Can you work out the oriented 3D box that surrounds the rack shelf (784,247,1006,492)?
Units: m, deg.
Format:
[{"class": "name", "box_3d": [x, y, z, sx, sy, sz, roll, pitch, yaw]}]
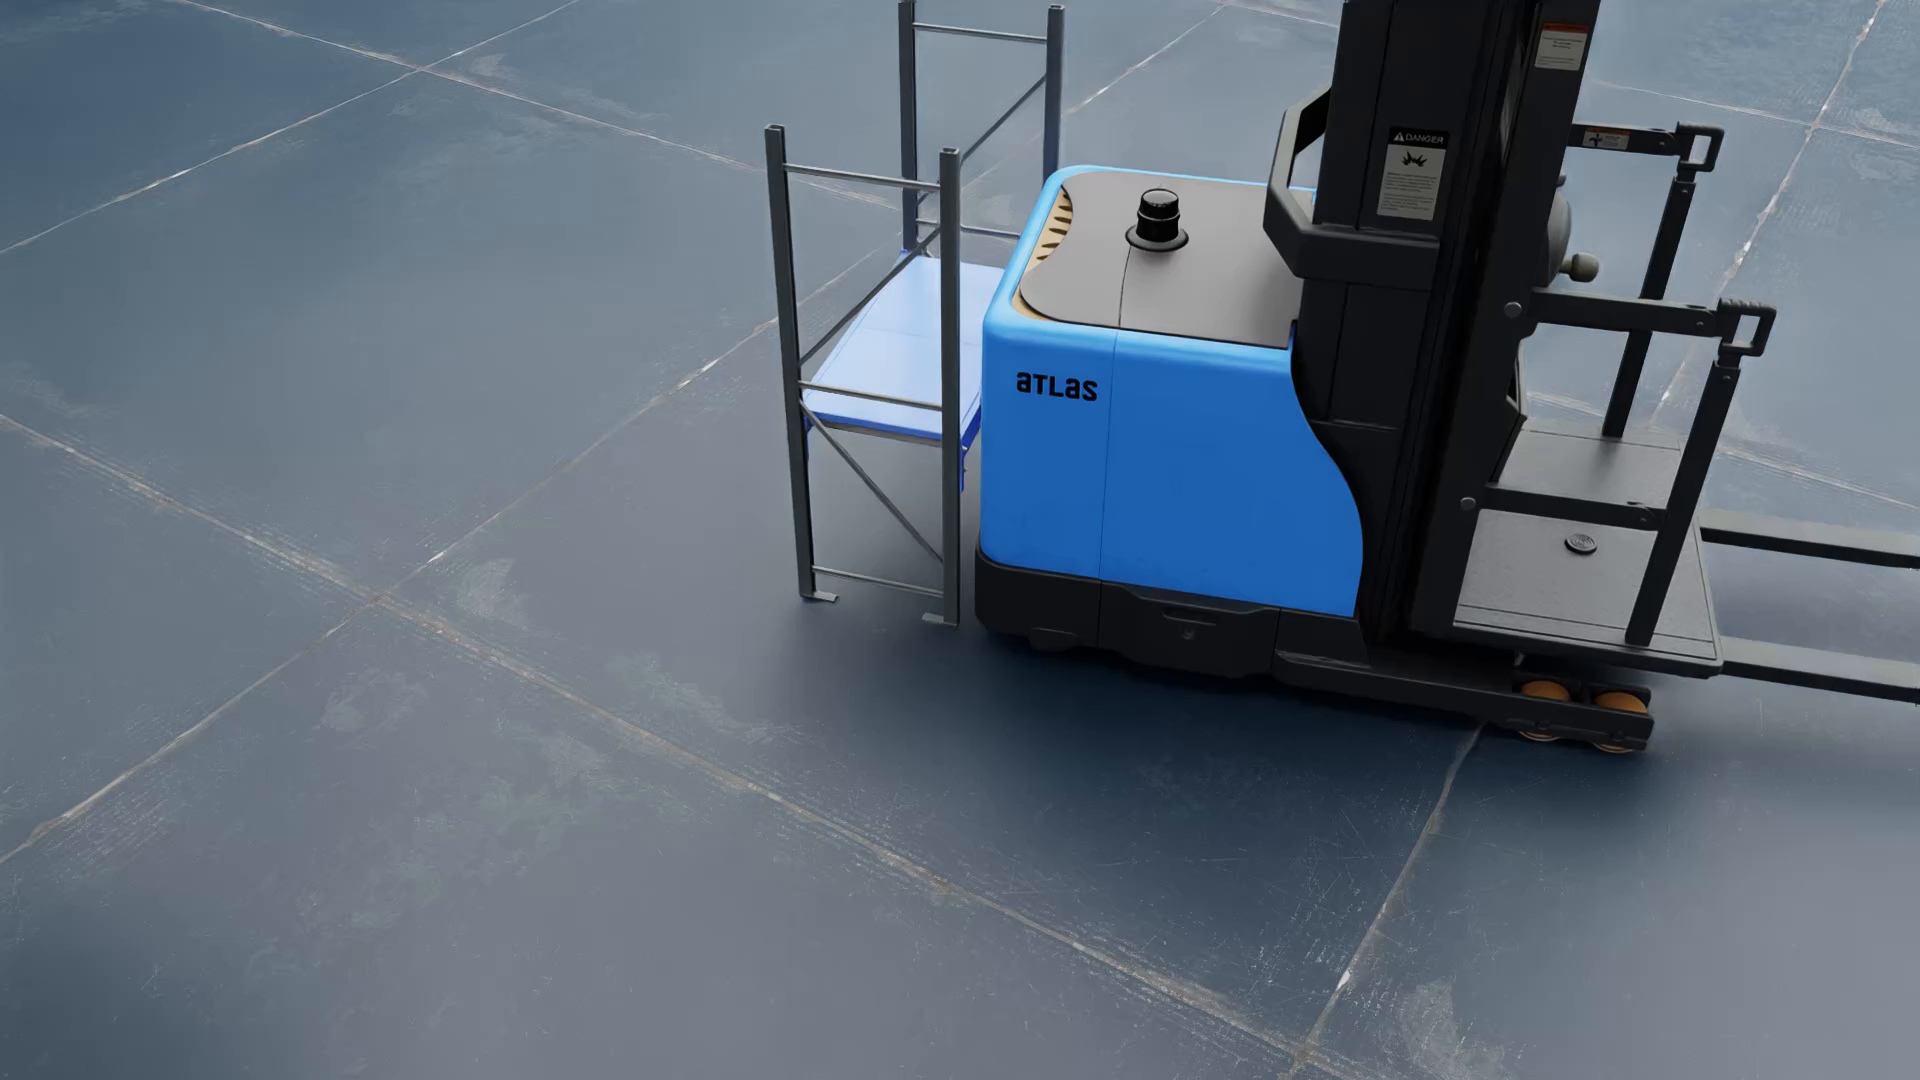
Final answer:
[{"class": "rack shelf", "box_3d": [-0.091, -0.542, 5.019, 0.538, 0.185, 1.000, 11, 39, 14]}]

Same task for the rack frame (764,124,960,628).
[{"class": "rack frame", "box_3d": [-0.242, -0.388, 4.525, 0.500, 1.500, 0.032, 11, 39, 14]}]

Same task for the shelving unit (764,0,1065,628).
[{"class": "shelving unit", "box_3d": [-0.091, -0.684, 4.909, 0.538, 1.500, 1.048, 11, 39, 14]}]

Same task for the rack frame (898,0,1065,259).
[{"class": "rack frame", "box_3d": [0.060, -0.981, 5.294, 0.500, 1.500, 0.032, 11, 39, 14]}]

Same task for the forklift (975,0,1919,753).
[{"class": "forklift", "box_3d": [1.617, -0.943, 4.073, 3.031, 2.935, 1.130, 8, 38, 11]}]
